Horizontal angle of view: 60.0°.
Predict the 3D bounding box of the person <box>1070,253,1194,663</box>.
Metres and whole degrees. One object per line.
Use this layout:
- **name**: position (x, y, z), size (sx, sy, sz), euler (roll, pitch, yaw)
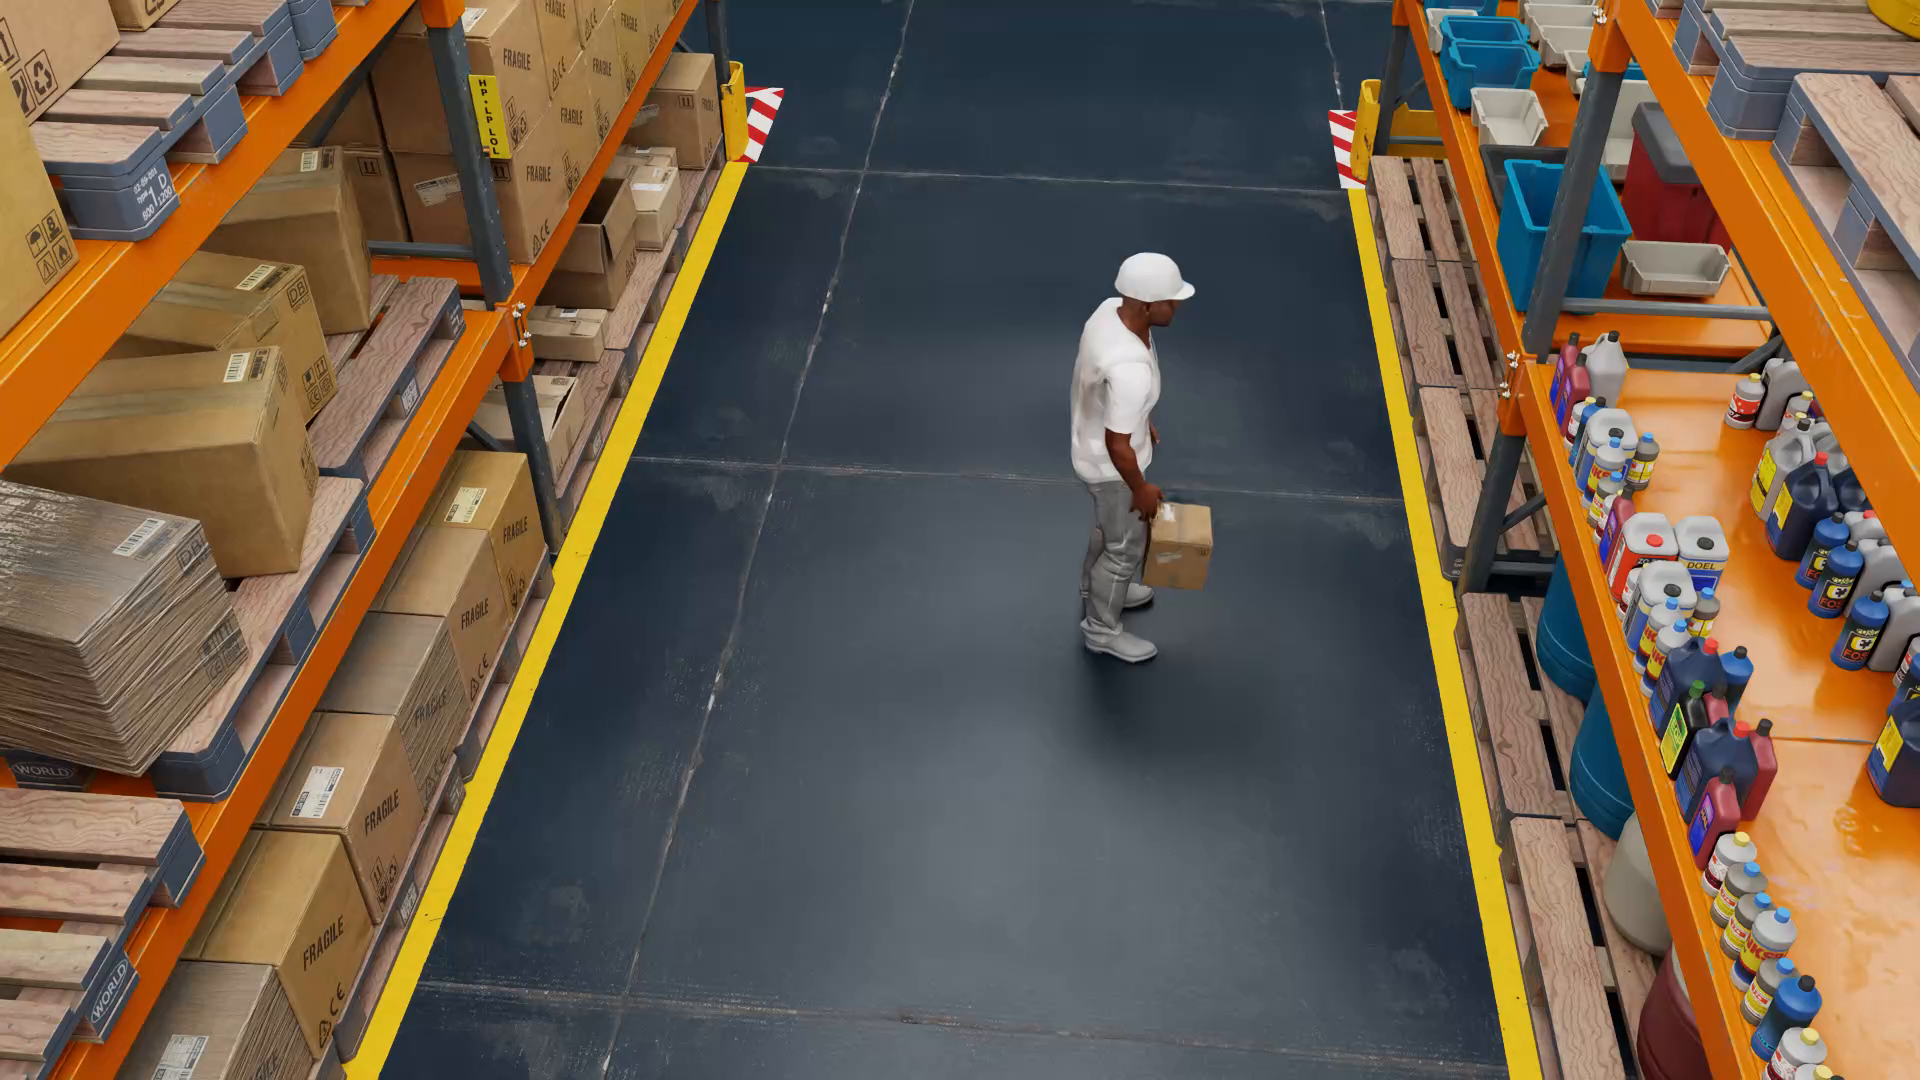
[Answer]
- **person**: position (0.639, -0.340, 6.547), size (0.435, 1.764, 0.594), euler (2, 40, 3)
